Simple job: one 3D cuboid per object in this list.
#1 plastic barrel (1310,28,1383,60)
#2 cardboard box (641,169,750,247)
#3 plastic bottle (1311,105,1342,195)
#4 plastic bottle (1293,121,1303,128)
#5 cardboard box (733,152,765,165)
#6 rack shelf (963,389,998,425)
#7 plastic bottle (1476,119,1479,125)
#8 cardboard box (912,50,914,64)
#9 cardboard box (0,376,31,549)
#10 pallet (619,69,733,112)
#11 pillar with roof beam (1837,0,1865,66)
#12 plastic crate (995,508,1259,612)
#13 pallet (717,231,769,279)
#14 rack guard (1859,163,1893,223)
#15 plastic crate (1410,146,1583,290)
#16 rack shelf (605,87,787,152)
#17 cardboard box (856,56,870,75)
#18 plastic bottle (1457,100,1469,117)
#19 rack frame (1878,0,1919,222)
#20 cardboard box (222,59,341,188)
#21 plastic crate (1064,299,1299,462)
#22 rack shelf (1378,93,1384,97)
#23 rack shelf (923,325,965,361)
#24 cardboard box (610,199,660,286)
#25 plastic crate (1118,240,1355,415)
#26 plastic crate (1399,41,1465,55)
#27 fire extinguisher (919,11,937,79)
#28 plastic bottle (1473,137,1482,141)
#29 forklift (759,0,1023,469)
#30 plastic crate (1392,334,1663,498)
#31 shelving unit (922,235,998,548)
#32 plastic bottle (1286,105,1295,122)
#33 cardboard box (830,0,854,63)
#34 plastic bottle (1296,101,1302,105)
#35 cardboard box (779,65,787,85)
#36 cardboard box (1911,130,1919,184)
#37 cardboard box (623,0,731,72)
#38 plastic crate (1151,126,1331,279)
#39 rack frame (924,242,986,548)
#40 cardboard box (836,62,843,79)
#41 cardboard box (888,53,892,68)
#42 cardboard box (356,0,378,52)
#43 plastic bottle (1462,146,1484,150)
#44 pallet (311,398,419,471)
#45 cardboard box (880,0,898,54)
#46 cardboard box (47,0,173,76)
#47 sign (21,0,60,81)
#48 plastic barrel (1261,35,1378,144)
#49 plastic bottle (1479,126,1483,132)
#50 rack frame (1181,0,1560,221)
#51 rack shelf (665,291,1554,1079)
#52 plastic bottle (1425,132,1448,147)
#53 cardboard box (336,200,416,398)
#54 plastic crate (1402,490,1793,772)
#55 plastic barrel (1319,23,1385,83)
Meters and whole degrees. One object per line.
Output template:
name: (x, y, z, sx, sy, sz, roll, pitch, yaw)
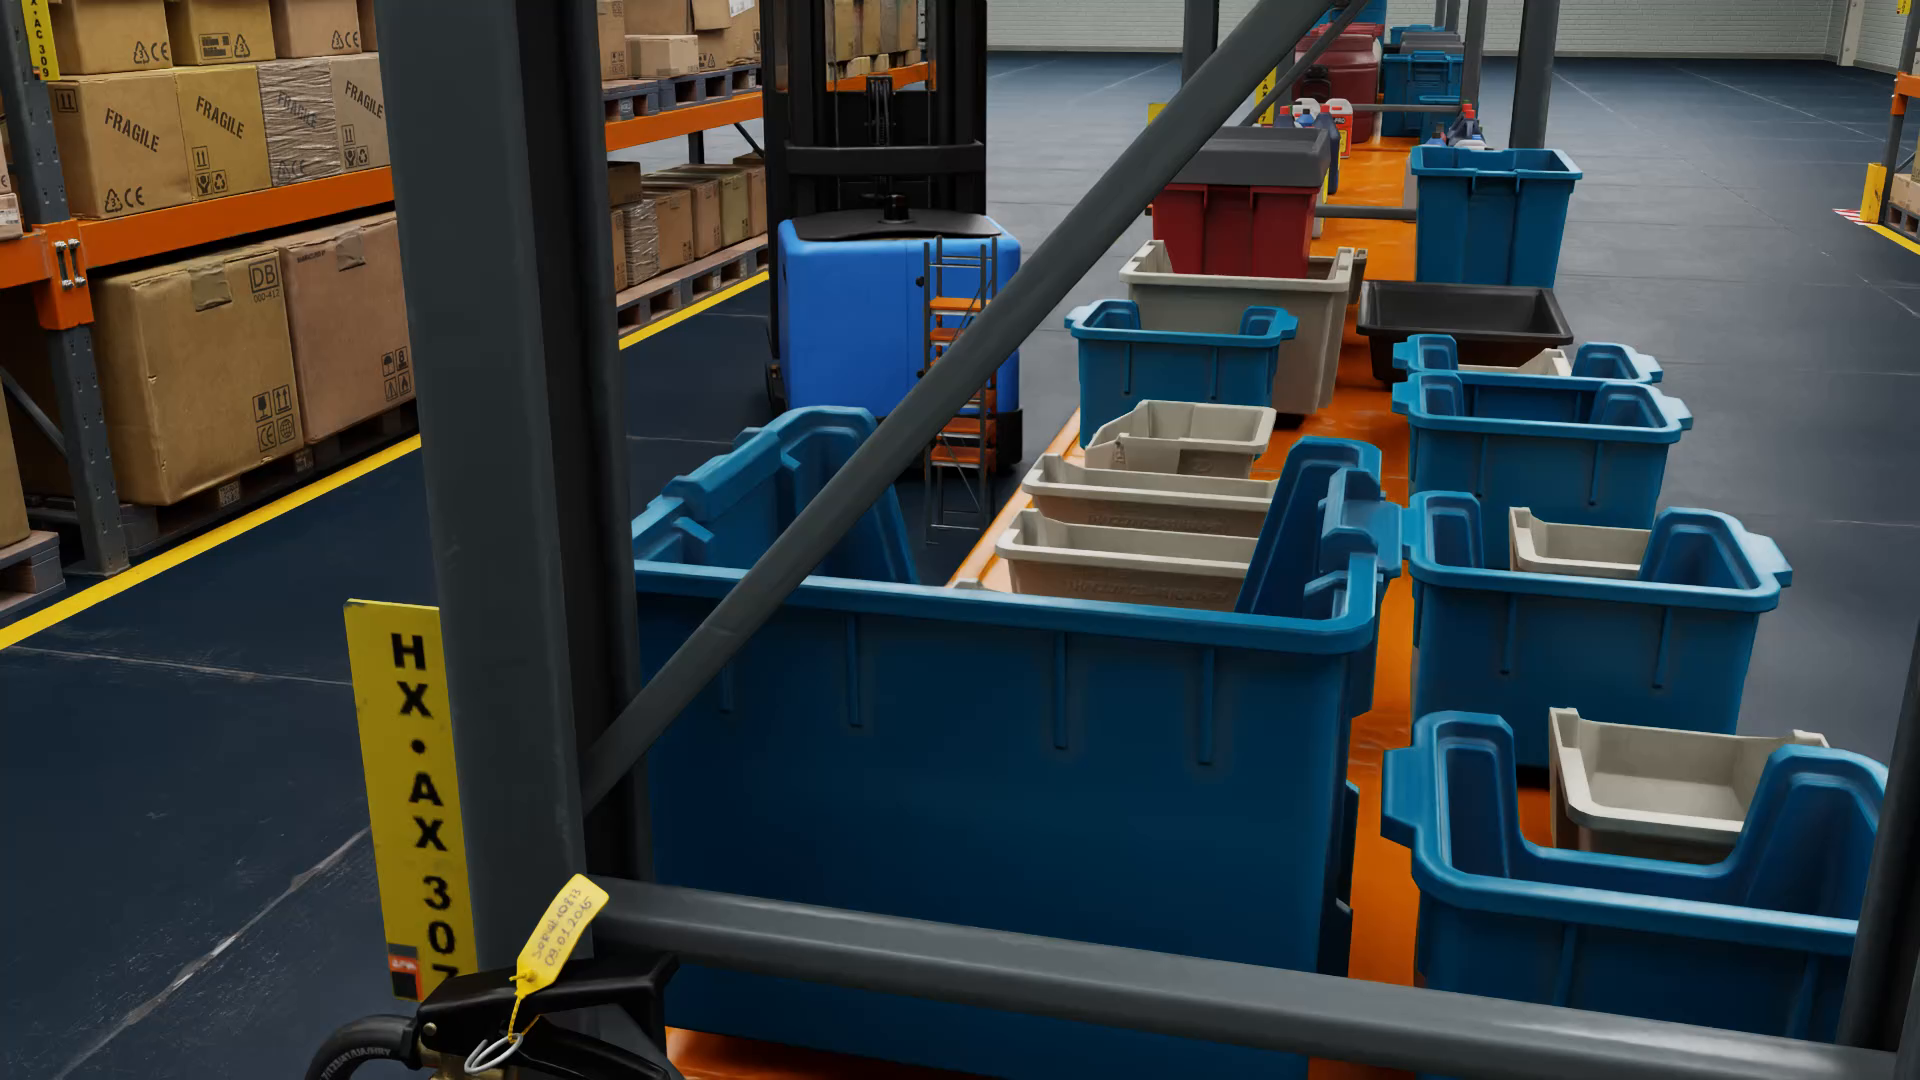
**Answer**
plastic barrel: (2.354, -2.862, 10.216, 0.433, 0.535, 0.433, 0, 19, 0)
cardboard box: (-2.024, -2.524, 12.622, 0.700, 0.500, 0.500, 5, 19, 13)
plastic bottle: (1.487, -1.604, 6.821, 0.144, 0.351, 0.185, 5, 19, 13)
plastic bottle: (1.350, -1.589, 6.890, 0.152, 0.276, 0.135, 5, 19, 13)
cardboard box: (-1.581, -2.975, 13.975, 0.500, 0.500, 0.500, 4, 19, 12)
rack shelf: (0.004, -0.530, 6.521, 0.258, 0.103, 0.180, 5, 19, 13)
plastic bottle: (2.143, -1.618, 6.965, 0.061, 0.283, 0.133, 5, 19, 13)
cardboard box: (-0.672, -4.788, 16.453, 0.380, 0.149, 0.250, 5, 19, 13)
cardboard box: (-3.911, -0.322, 5.628, 0.875, 0.875, 0.875, 5, 19, 13)
pallet: (-2.251, -3.116, 11.467, 1.003, 0.211, 1.213, 5, 19, 13)
pillar with roof beam: (17.492, -16.211, 40.228, 9.100, 9.000, 0.400, 5, 19, 13)
plastic crate: (0.262, 0.052, 2.210, 0.396, 0.136, 0.243, 5, 19, 13)
pallet: (-1.907, -2.273, 13.017, 1.003, 0.211, 1.213, 5, 19, 13)
rack guard: (8.870, -3.132, 15.083, 1.175, 0.500, 0.348, 5, 19, 13)
plastic crate: (1.347, -0.786, 4.280, 0.392, 0.384, 0.575, 5, 19, 13)
rack shelf: (-2.206, -2.870, 11.562, 1.077, 0.370, 4.000, 5, 19, 13)
cardboard box: (-1.020, -4.233, 14.829, 0.380, 0.149, 0.250, 5, 19, 13)
plastic bottle: (2.423, -1.976, 8.014, 0.061, 0.283, 0.133, 5, 19, 13)
rack frame: (8.865, -4.307, 14.657, 1.000, 3.000, 0.127, 5, 19, 13)
cardboard box: (-3.073, -1.816, 7.208, 0.500, 0.500, 0.500, 4, 19, 12)
plastic crate: (0.406, -0.298, 3.085, 0.416, 0.233, 0.300, 5, 19, 13)
rack shelf: (3.574, -3.732, 14.087, 1.077, 0.370, 4.000, 5, 19, 13)
rack shelf: (0.004, -0.757, 6.444, 0.258, 0.103, 0.180, 5, 19, 13)
cardboard box: (-2.428, -1.995, 11.075, 0.700, 0.500, 0.500, 3, 19, 9)
plastic crate: (0.579, -0.447, 3.445, 0.437, 0.282, 0.530, 5, 19, 13)
plastic crate: (2.799, -2.705, 9.867, 0.402, 0.464, 0.583, 5, 19, 13)
fire extinguisher: (-0.266, -5.054, 16.962, 0.296, 0.674, 0.183, 5, 19, 13)
plastic bottle: (1.951, -1.390, 6.314, 0.097, 0.271, 0.097, 0, 19, 0)
forklift: (-0.452, -2.116, 8.349, 1.130, 2.935, 3.031, -3, 19, -8)
plastic crate: (0.928, -0.192, 2.775, 0.416, 0.233, 0.300, 5, 19, 13)
shelving unit: (0.004, -0.572, 6.507, 0.258, 1.200, 0.189, 5, 19, 13)
plastic bottle: (1.499, -1.843, 7.625, 0.061, 0.283, 0.133, 5, 19, 13)
cardboard box: (-1.392, -4.315, 14.066, 0.875, 0.500, 0.500, 5, 19, 13)
plastic bottle: (1.634, -1.987, 8.063, 0.097, 0.271, 0.097, 0, 19, 0)
cardboard box: (-1.374, -3.762, 13.449, 0.380, 0.149, 0.250, 5, 19, 13)
cardboard box: (8.398, -3.252, 14.013, 0.500, 0.500, 0.500, 5, 19, 13)
cardboard box: (-2.052, -3.534, 11.584, 0.797, 0.503, 0.637, 7, 20, 19)
plastic crate: (0.669, -0.737, 4.013, 0.402, 0.464, 0.583, 5, 19, 13)
rack frame: (-0.019, -0.544, 6.423, 0.240, 1.200, 0.006, 5, 19, 13)
cardboard box: (-1.214, -3.999, 14.143, 0.380, 0.149, 0.250, 5, 19, 13)
cardboard box: (-0.860, -4.553, 15.766, 0.380, 0.149, 0.250, 5, 19, 13)
cardboard box: (-3.051, -2.673, 8.167, 0.797, 0.503, 0.637, 5, 20, 15)
plastic bottle: (1.839, -1.285, 6.001, 0.152, 0.276, 0.135, 5, 19, 13)
pallet: (-3.261, -0.641, 8.239, 1.003, 0.211, 1.213, 5, 19, 13)
cardboard box: (-1.071, -4.789, 15.453, 0.875, 0.500, 0.500, 5, 19, 13)
cardboard box: (-3.524, -2.052, 6.349, 0.797, 0.503, 0.637, 4, 19, 12)
sign: (-3.134, -1.733, 5.660, 0.100, 0.325, 0.005, 5, 19, 13)
plastic barrel: (1.927, -2.426, 8.939, 0.600, 0.536, 0.708, 5, 19, 13)
plastic bottle: (2.066, -1.519, 6.673, 0.061, 0.283, 0.133, 5, 19, 13)
rack frame: (1.130, -0.938, 4.794, 1.000, 3.000, 0.127, 5, 19, 13)
rack shelf: (0.642, 0.029, 3.075, 1.077, 0.370, 4.000, 5, 19, 13)
plastic bottle: (1.858, -1.462, 6.526, 0.097, 0.271, 0.097, 0, 19, 0)
cardboard box: (-3.109, -1.283, 8.441, 1.225, 0.875, 0.875, 5, 19, 14)
plastic crate: (0.694, 0.108, 1.896, 0.416, 0.233, 0.300, 5, 19, 13)
plastic barrel: (2.639, -3.228, 11.286, 0.433, 0.535, 0.433, 0, 19, 0)
